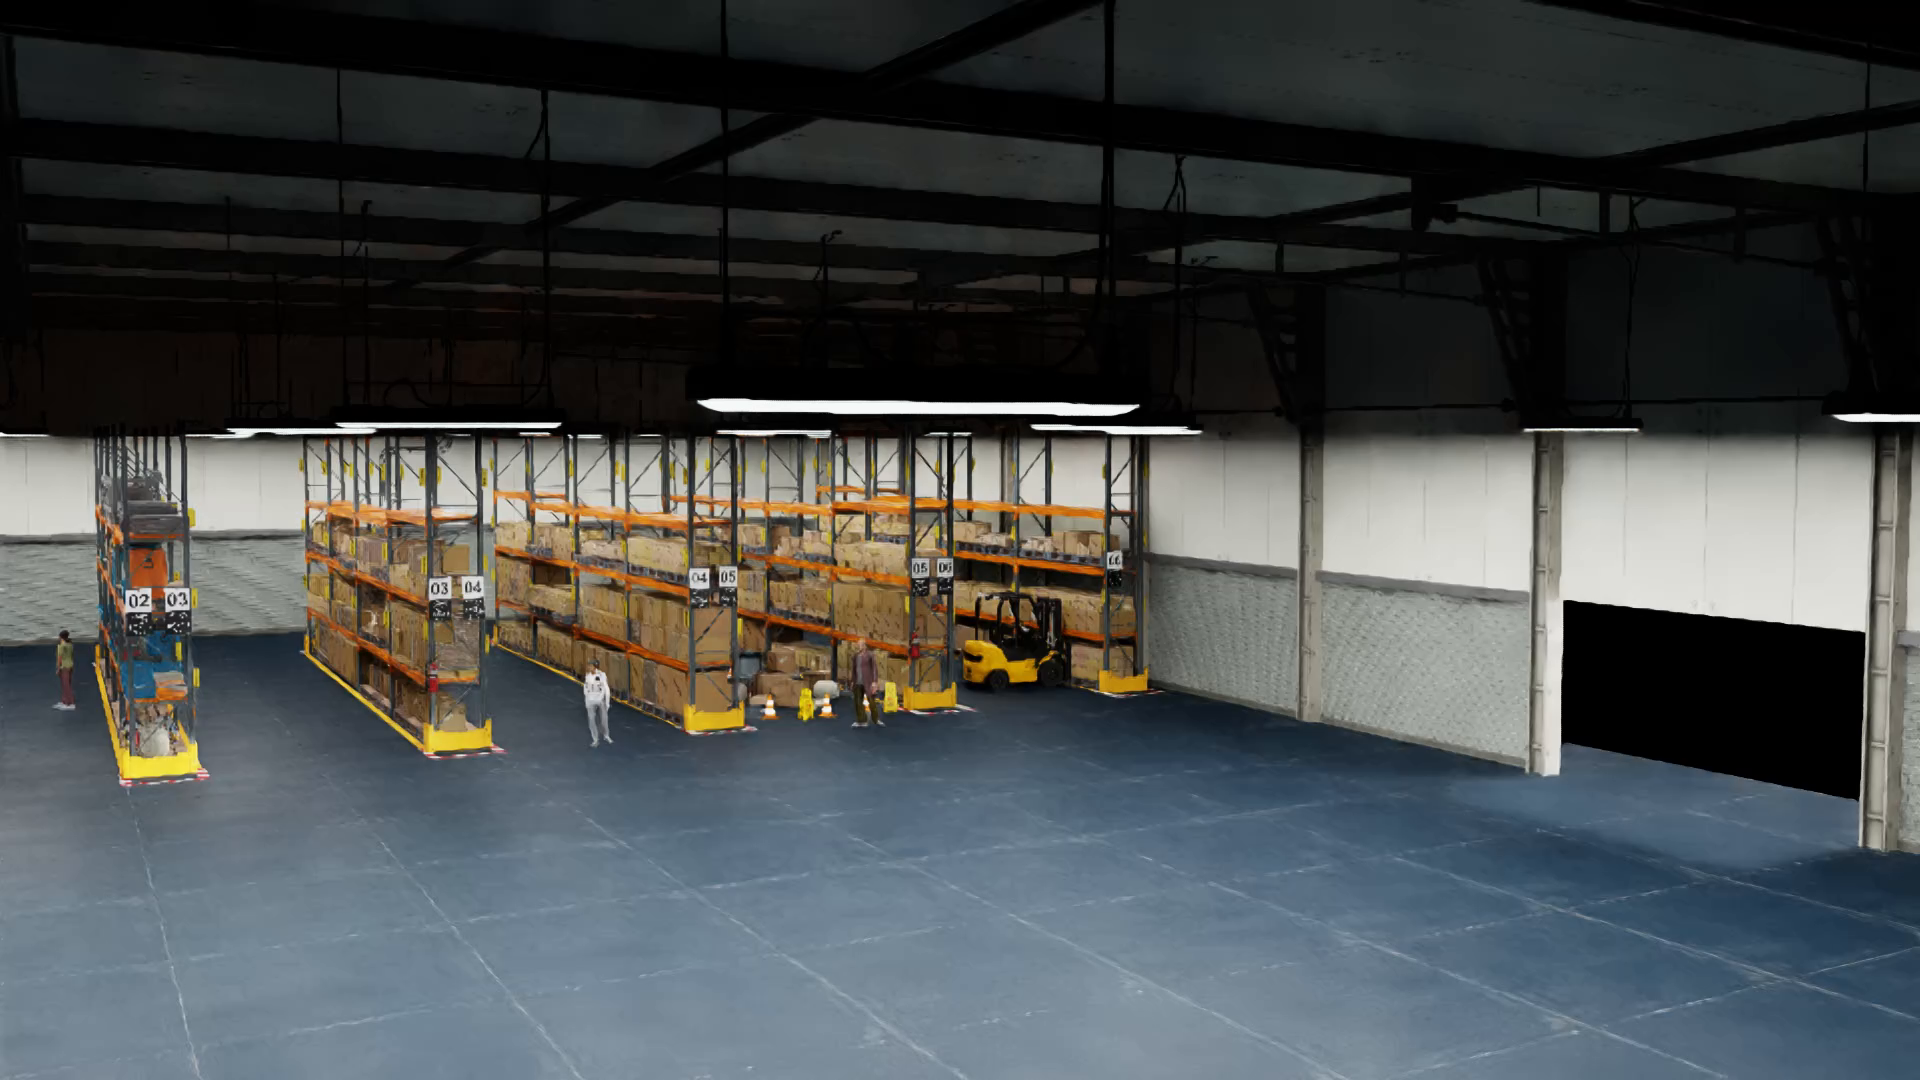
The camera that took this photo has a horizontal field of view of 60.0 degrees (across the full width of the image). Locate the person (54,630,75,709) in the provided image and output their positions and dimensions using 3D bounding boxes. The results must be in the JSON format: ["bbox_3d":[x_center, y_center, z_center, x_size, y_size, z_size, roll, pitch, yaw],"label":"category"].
[{"bbox_3d":[-19.050,2.735,35.354,0.544,1.671,0.524,0,3,1],"label":"person"}]

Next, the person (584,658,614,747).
[{"bbox_3d":[-6.776,3.012,31.133,0.514,1.664,0.547,0,3,8],"label":"person"}]

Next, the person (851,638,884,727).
[{"bbox_3d":[-1.871,2.847,33.137,0.689,1.750,0.587,2,4,32],"label":"person"}]
